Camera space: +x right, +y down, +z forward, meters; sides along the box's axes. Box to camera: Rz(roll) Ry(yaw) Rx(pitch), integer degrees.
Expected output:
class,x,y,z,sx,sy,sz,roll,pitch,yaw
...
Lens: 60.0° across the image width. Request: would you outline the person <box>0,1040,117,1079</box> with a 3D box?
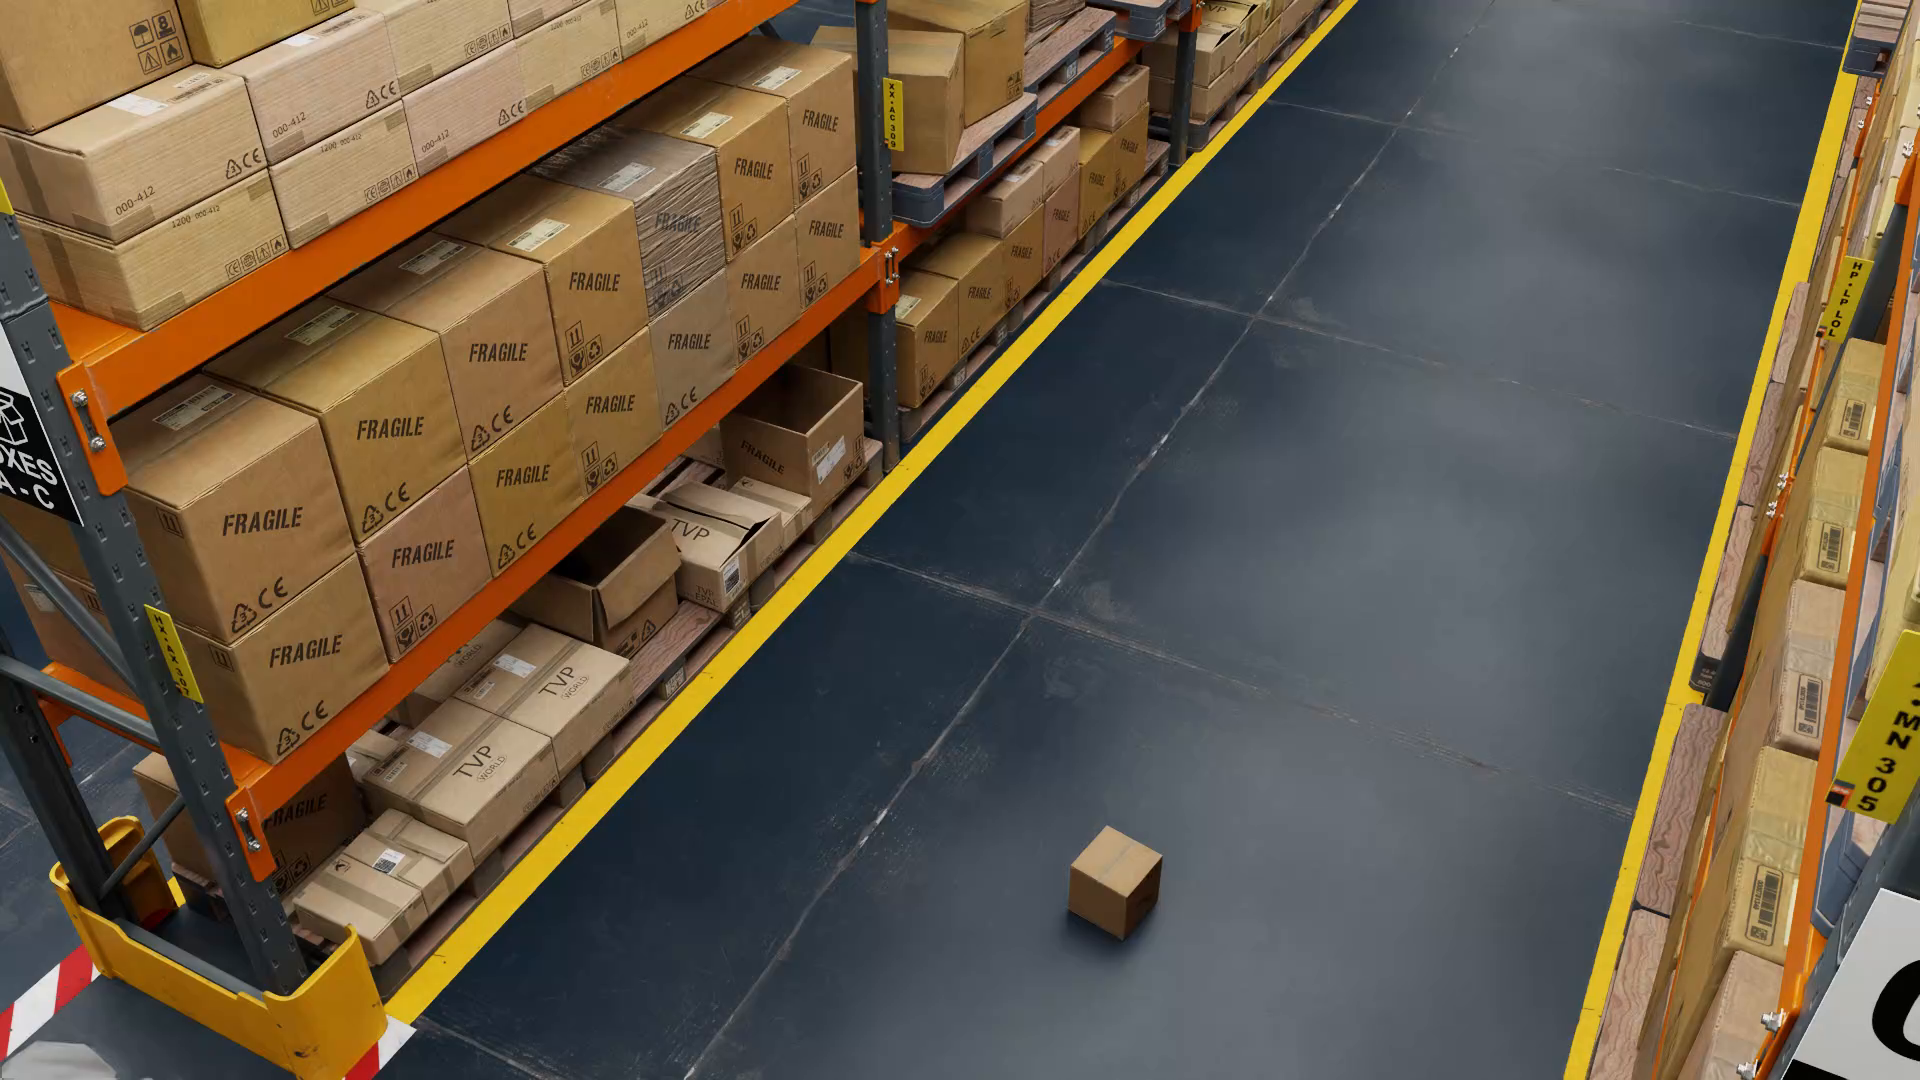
class,x,y,z,sx,sy,sz,roll,pitch,yaw
person,-2.161,1.899,4.293,0.847,1.647,0.530,-10,39,-12
